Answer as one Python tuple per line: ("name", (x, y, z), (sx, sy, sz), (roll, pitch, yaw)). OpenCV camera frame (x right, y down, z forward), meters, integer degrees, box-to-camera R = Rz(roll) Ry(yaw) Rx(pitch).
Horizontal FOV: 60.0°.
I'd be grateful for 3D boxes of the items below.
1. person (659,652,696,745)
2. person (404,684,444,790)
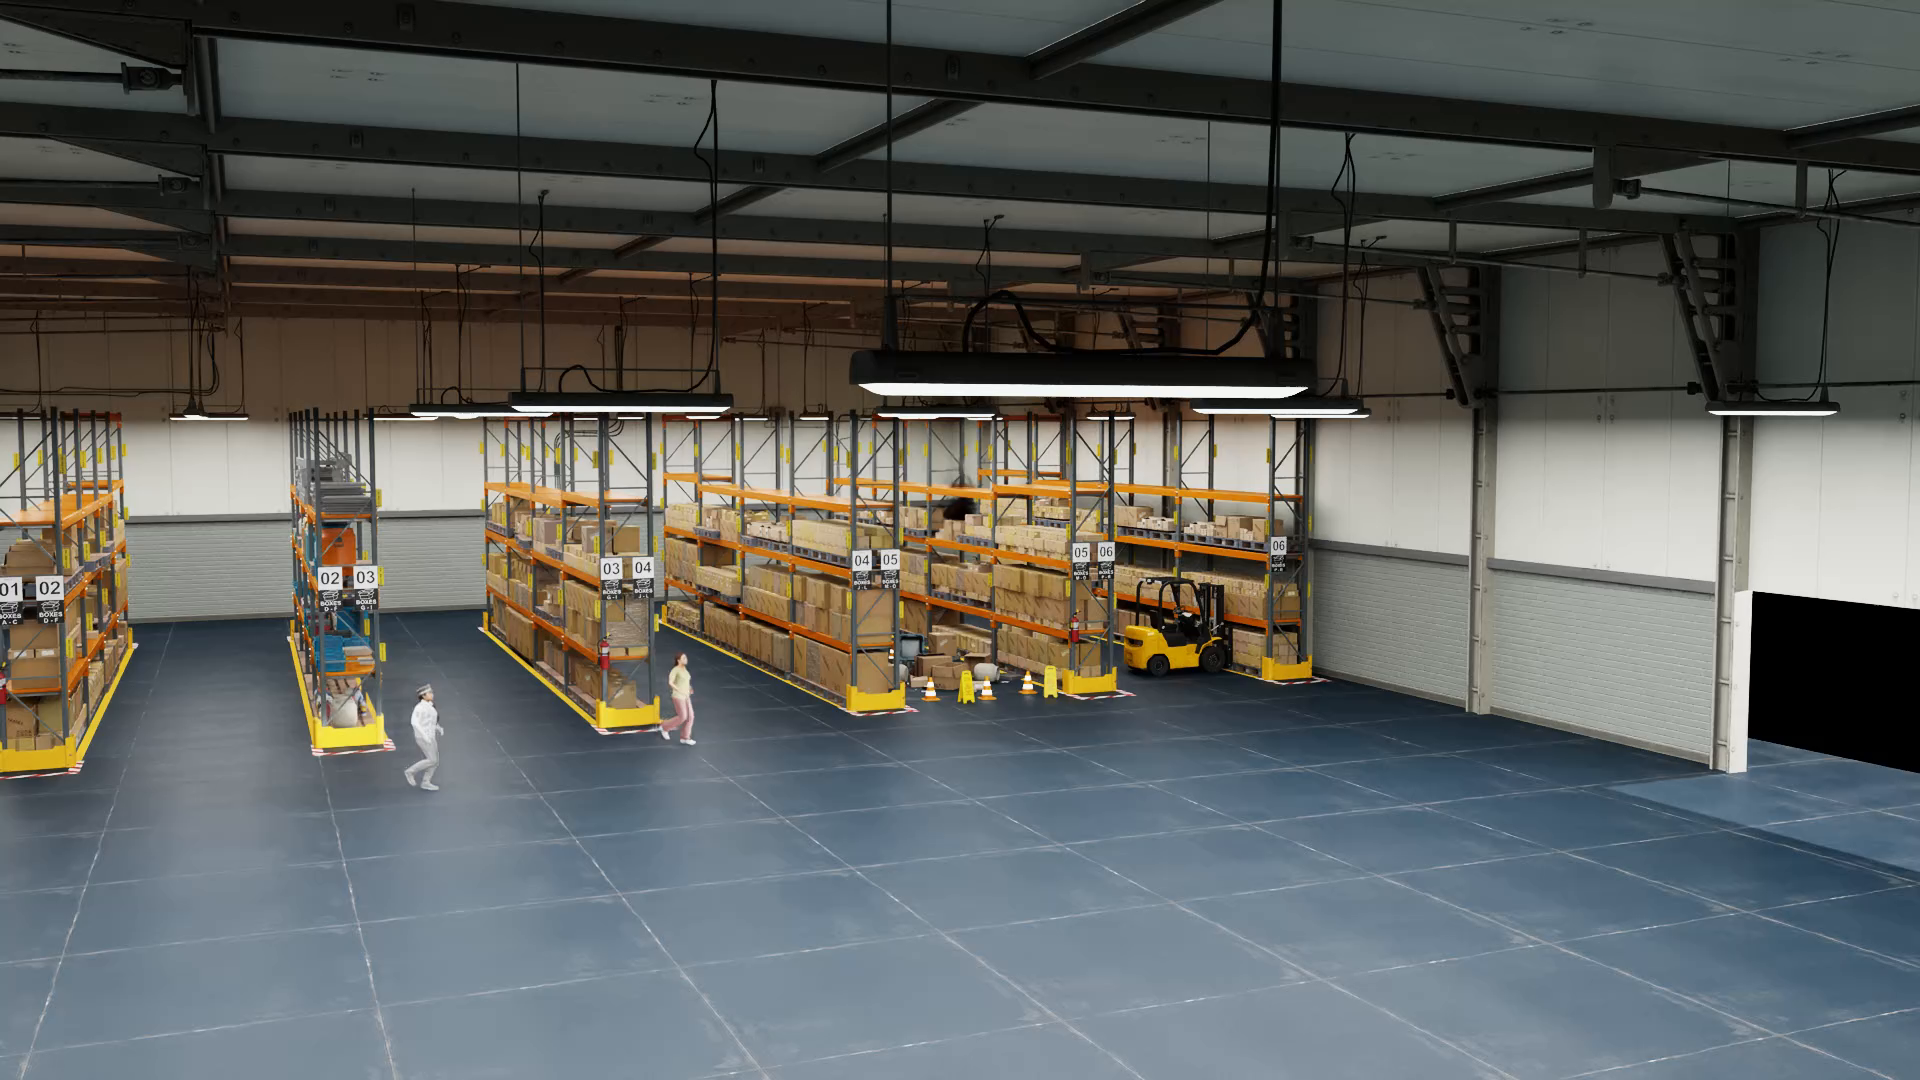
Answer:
("person", (-5.040, 2.822, 29.779), (0.686, 1.654, 0.602), (1, 4, 17))
("person", (-8.395, 3.080, 26.019), (0.548, 1.665, 0.639), (0, 4, -1))
